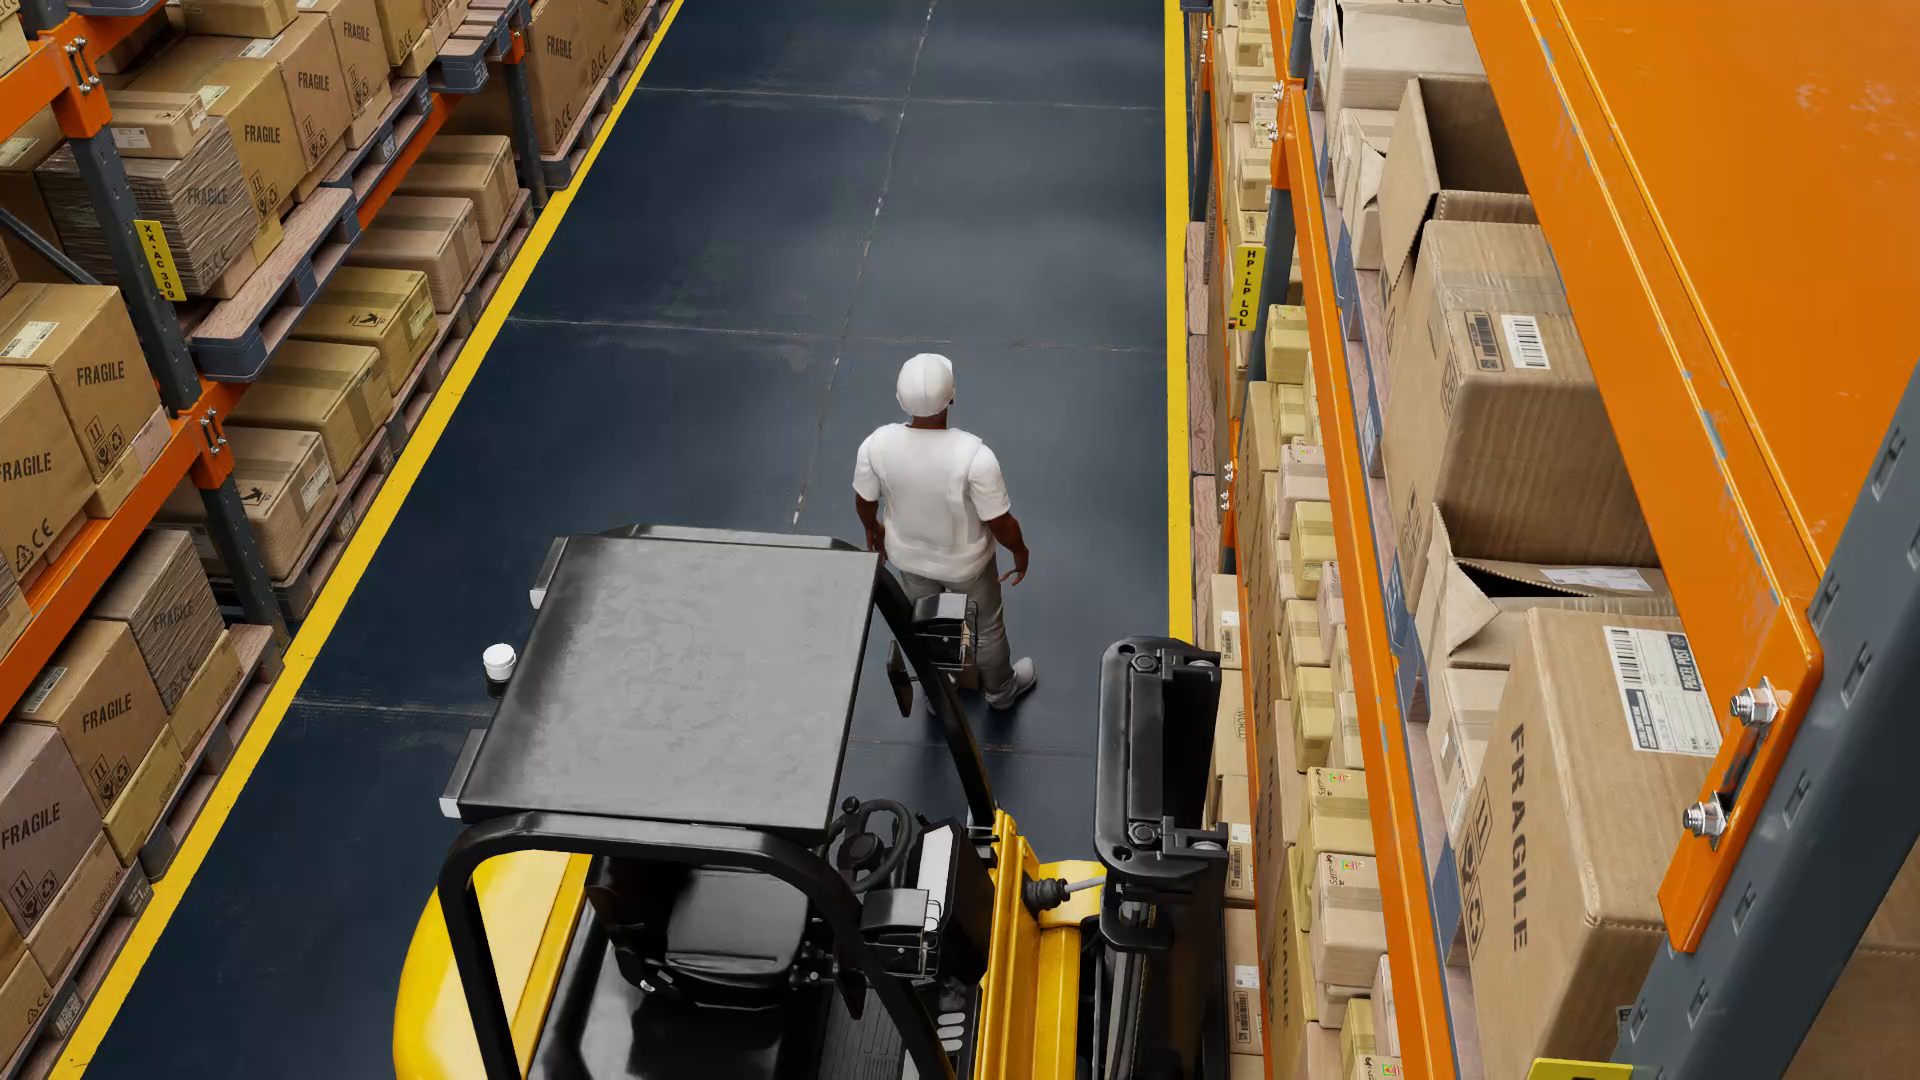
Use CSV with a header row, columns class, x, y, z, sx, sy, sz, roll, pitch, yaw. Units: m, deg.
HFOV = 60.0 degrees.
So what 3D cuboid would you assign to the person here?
class,x,y,z,sx,sy,sz,roll,pitch,yaw
person,-0.043,-0.016,6.435,0.665,1.768,0.575,12,41,14
